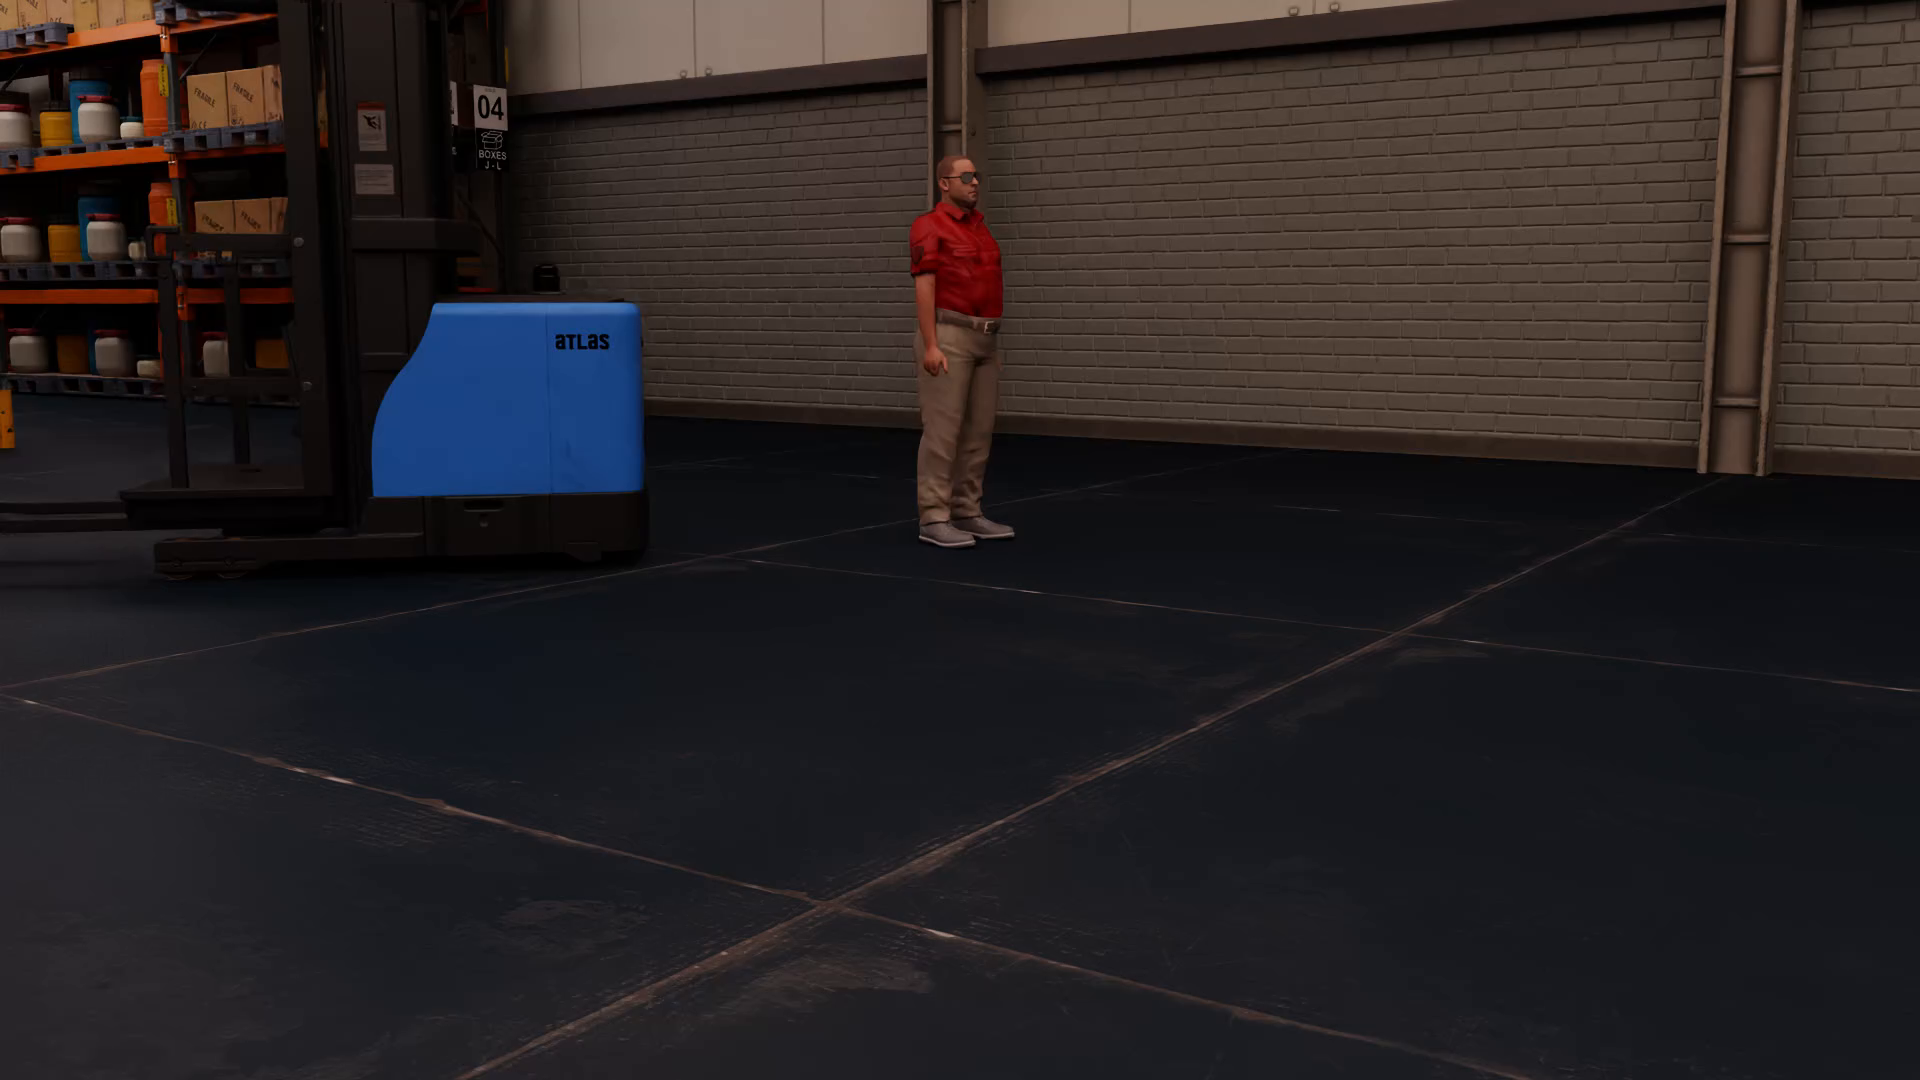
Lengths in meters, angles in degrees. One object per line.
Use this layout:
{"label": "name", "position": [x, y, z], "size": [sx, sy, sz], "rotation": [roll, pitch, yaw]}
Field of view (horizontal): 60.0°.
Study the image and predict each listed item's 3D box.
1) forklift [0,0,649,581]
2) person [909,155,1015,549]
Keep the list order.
{"label": "forklift", "position": [-2.861, -1.373, 6.846], "size": [3.031, 2.935, 1.130], "rotation": [-1, 8, -10]}
{"label": "person", "position": [0.016, -0.853, 7.478], "size": [0.385, 1.728, 0.526], "rotation": [5, 10, 34]}
